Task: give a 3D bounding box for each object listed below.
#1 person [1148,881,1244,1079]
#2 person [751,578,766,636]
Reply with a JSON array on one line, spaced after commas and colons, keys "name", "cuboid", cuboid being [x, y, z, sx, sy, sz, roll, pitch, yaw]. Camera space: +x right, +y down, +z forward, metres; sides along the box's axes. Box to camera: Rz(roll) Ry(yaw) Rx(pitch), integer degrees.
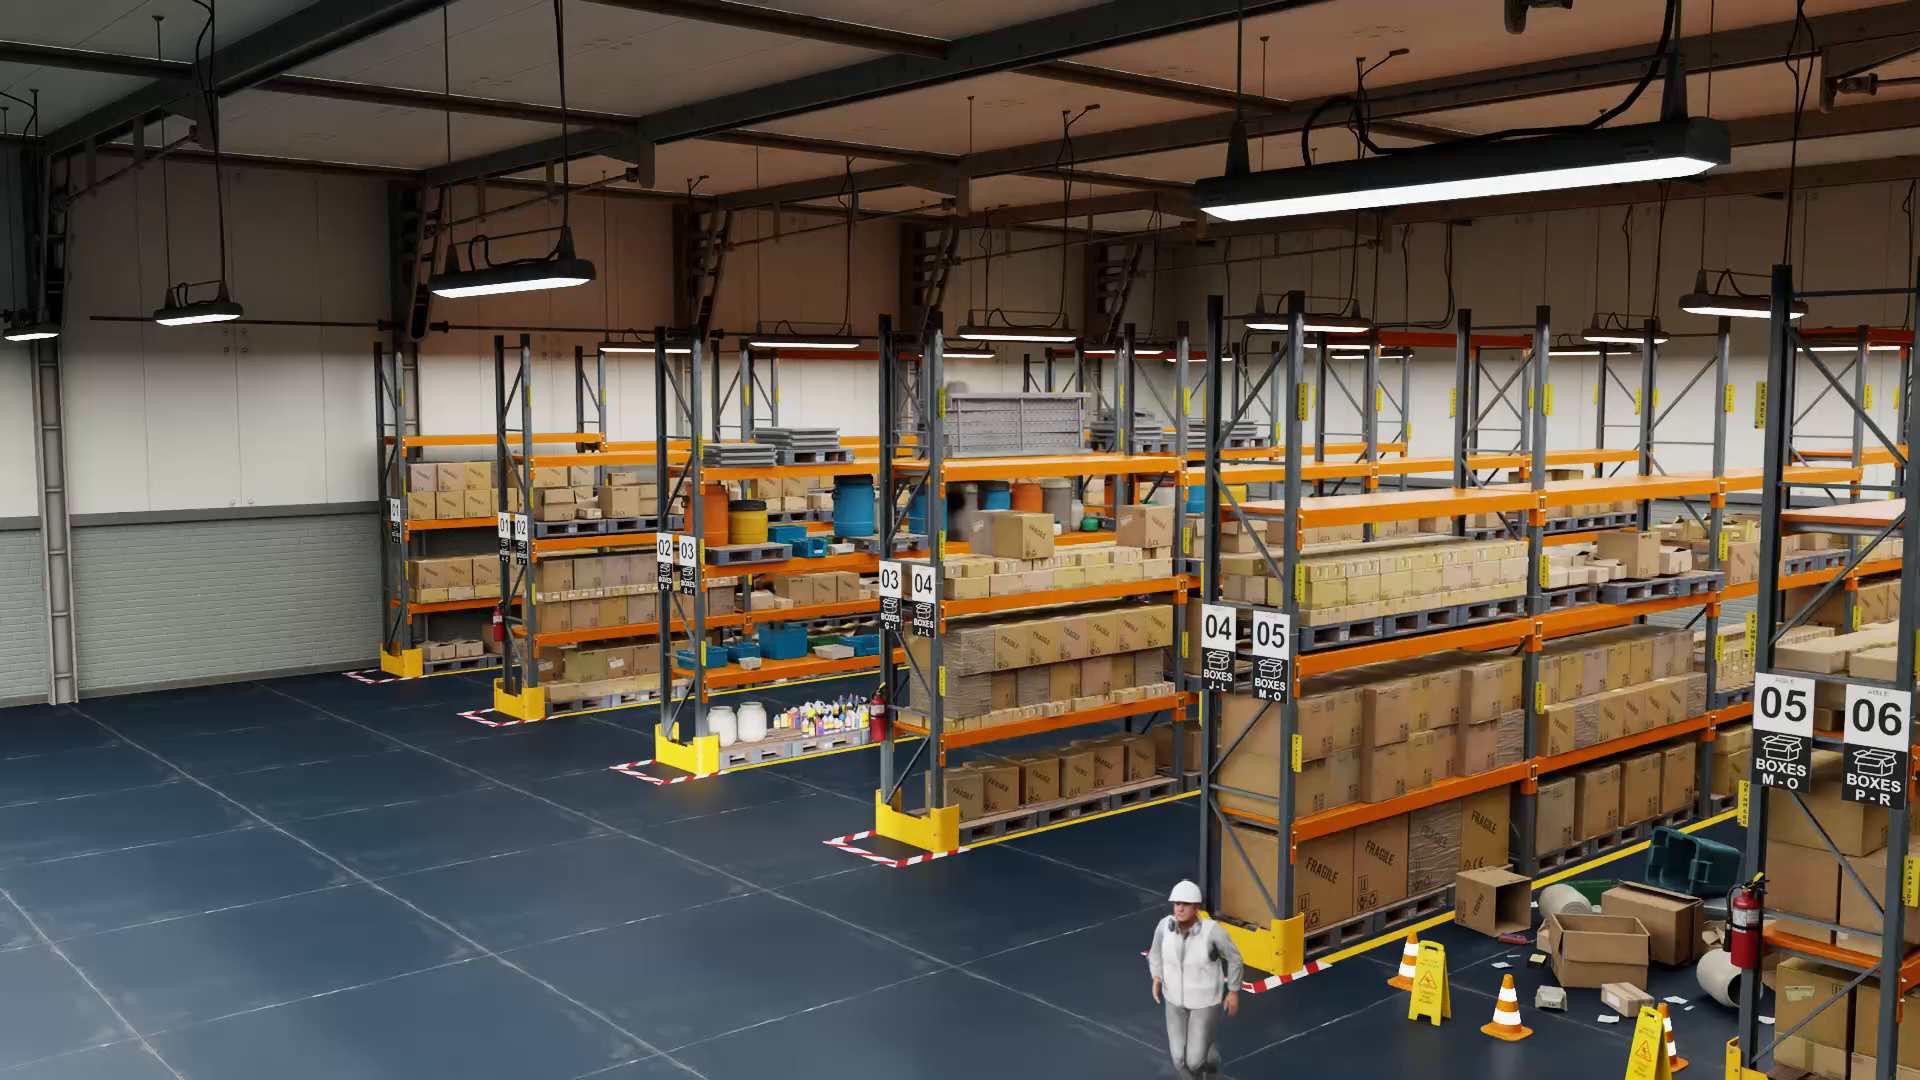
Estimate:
[{"name": "person", "cuboid": [1.644, 3.249, 11.797, 0.673, 1.716, 0.662, 3, 6, 30]}, {"name": "person", "cuboid": [-3.820, 1.501, 31.709, 0.533, 1.554, 0.594, 4, 7, 41]}]
